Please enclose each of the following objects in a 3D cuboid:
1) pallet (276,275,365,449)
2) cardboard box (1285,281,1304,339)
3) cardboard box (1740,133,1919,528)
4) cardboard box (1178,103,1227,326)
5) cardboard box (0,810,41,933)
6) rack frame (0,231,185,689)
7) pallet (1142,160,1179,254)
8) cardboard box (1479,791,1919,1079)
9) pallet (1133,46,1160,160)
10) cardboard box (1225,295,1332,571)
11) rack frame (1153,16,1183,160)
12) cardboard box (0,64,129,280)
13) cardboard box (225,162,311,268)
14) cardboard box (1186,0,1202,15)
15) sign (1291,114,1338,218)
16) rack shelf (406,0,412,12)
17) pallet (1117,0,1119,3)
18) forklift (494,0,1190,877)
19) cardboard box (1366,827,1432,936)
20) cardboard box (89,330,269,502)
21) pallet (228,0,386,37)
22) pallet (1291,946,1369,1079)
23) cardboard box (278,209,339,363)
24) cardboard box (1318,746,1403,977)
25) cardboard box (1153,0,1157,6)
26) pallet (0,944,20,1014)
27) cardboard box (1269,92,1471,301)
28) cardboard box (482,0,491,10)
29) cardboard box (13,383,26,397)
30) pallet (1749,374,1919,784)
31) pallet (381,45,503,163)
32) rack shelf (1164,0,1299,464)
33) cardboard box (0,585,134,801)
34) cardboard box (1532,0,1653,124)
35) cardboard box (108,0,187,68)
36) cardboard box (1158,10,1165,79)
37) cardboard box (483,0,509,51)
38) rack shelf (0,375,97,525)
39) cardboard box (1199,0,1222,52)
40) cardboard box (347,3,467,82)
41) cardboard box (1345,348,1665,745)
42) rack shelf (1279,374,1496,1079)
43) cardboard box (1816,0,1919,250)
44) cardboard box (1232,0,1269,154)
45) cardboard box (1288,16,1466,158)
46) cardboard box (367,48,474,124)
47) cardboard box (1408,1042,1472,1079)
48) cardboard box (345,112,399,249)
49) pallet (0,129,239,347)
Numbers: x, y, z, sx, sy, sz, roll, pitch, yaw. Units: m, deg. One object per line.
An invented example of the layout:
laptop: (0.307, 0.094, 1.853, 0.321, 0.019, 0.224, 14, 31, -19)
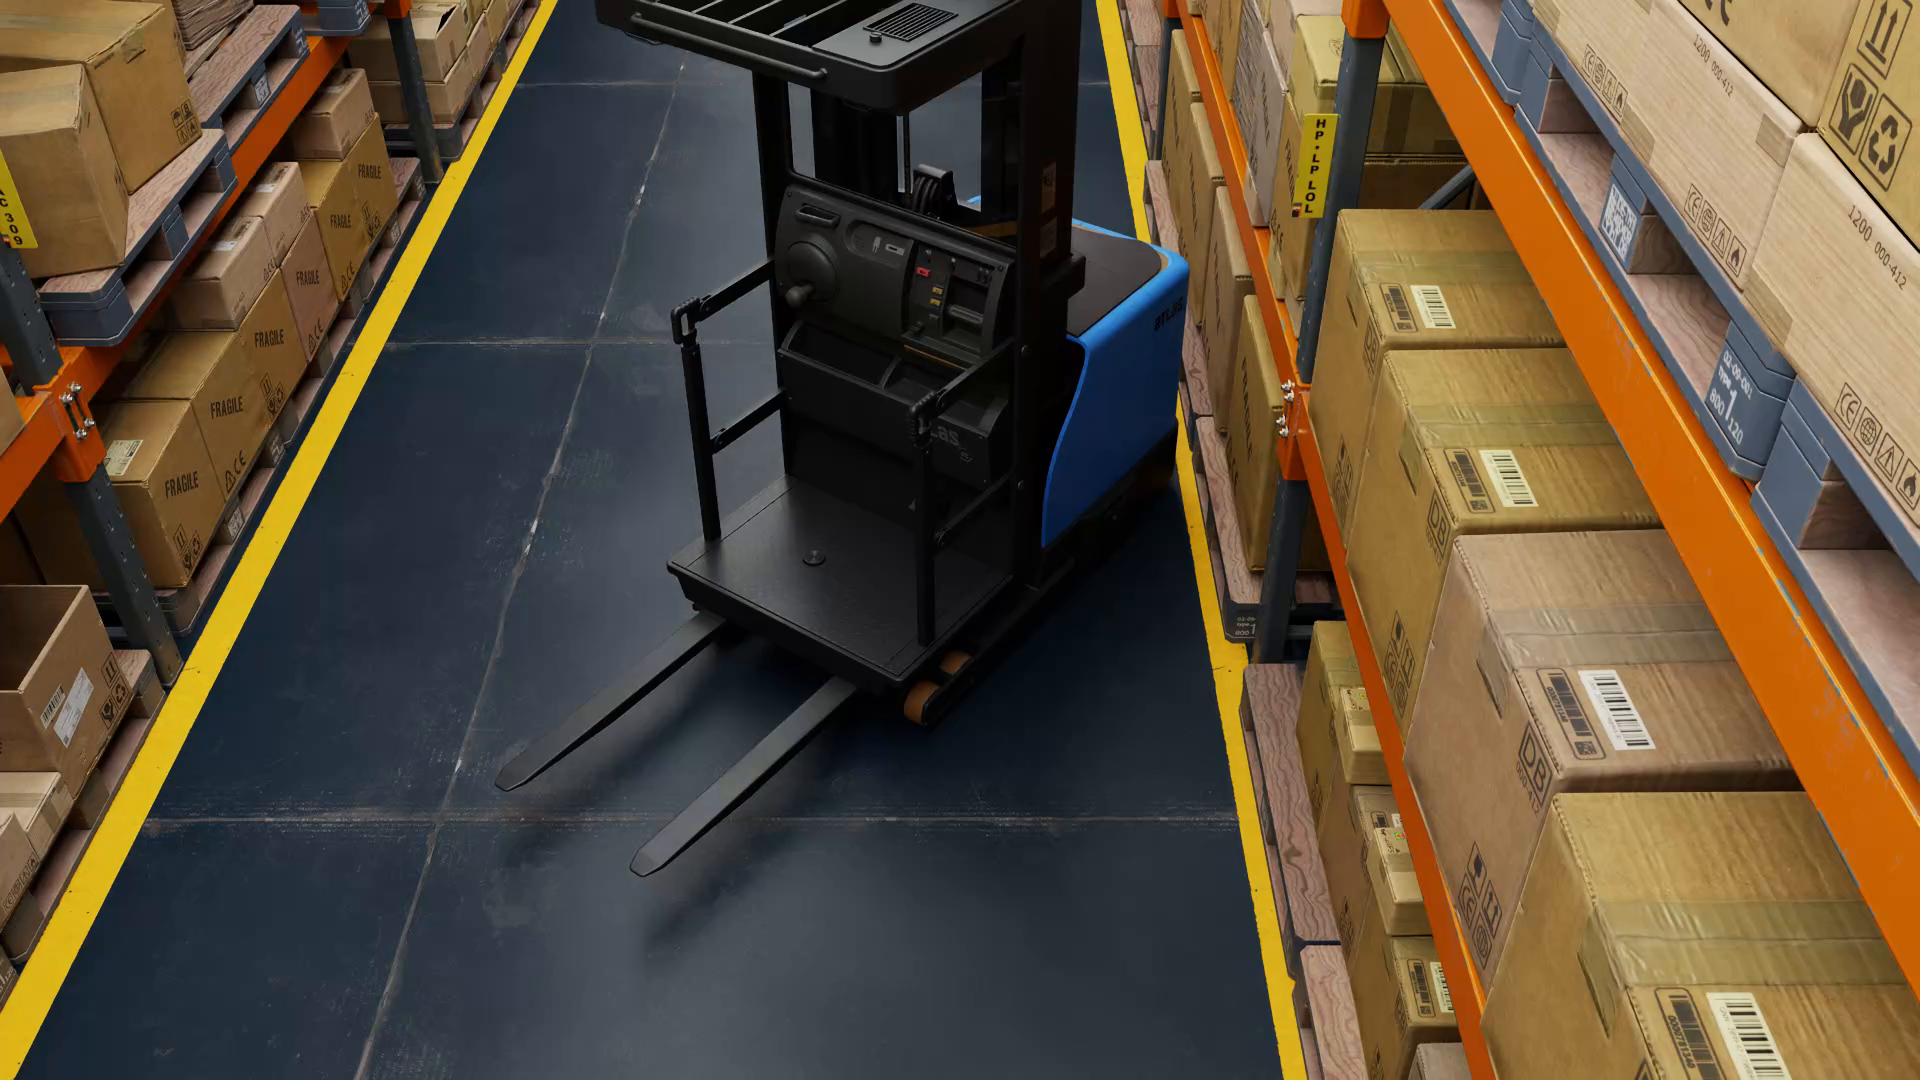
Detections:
pallet: (-3.419, -0.852, 7.644, 1.003, 0.211, 1.213, 0, 39, 0)
cardboard box: (1.294, -0.794, 5.526, 0.380, 0.149, 0.250, 0, 39, 0)
cardboard box: (1.314, -0.269, 1.993, 0.500, 0.250, 0.500, -1, 39, -2)
cardboard box: (1.437, -1.491, 7.595, 0.750, 0.750, 0.750, 0, 39, 0)
cardboard box: (-3.091, 1.036, 4.857, 0.500, 0.311, 0.500, 0, 39, 0)
rack frame: (-3.376, -0.667, 5.183, 1.000, 3.000, 0.127, 0, 39, 0)
pallet: (1.499, -1.593, 8.569, 1.003, 0.211, 1.213, 0, 39, 0)
cardboard box: (1.560, 0.938, 2.941, 0.980, 0.700, 0.700, 0, 39, 0)
pallet: (1.574, -2.574, 9.794, 1.003, 0.211, 1.213, 0, 39, 0)
cardboard box: (1.447, -0.404, 6.239, 0.750, 0.750, 0.750, 0, 39, 0)
rack frame: (1.573, -3.174, 8.312, 1.000, 3.000, 0.127, 0, 39, 0)
cardboard box: (-3.153, -1.166, 5.391, 0.700, 0.500, 0.500, -13, 40, -15)
cardboard box: (-3.135, -1.397, 7.142, 0.500, 0.250, 0.500, -1, 39, -1)
cardboard box: (1.249, -2.554, 7.723, 0.380, 0.149, 0.250, 1, 39, 1)
sign: (1.035, -1.087, 4.845, 0.100, 0.325, 0.005, 0, 39, 0)
rack shelf: (-3.383, -4.138, 10.090, 1.077, 0.370, 4.000, 0, 39, 0)
pallet: (1.571, -4.100, 11.698, 1.003, 0.211, 1.213, 0, 39, 0)
forklift: (-0.364, -0.826, 5.437, 1.130, 2.935, 3.031, 24, 45, 27)
cardboard box: (1.295, 0.894, 4.380, 0.380, 0.149, 0.250, -1, 39, -1)
cardboard box: (-3.145, -0.499, 6.621, 0.500, 0.500, 0.500, 0, 39, 1)
pallet: (-3.310, -2.669, 7.836, 1.213, 0.211, 1.003, 0, 39, 0)
pallet: (1.505, 1.656, 4.515, 1.003, 0.211, 1.213, 0, 39, 0)
cardboard box: (-3.138, -1.128, 7.406, 0.500, 0.500, 0.500, -1, 39, -2)
cardboard box: (1.473, 0.921, 4.865, 0.700, 0.500, 0.500, 0, 39, -1)
cardboard box: (1.597, -3.769, 10.702, 0.700, 0.500, 0.500, 0, 39, 0)
pallet: (-3.372, 1.616, 4.565, 1.003, 0.211, 1.213, 0, 39, 0)
cardboard box: (1.325, -1.124, 5.420, 0.500, 0.500, 0.500, -1, 39, -1)
cardboard box: (-3.095, -3.453, 10.075, 0.500, 0.311, 0.500, -1, 39, -1)
cardboard box: (-3.655, -0.480, 6.598, 0.500, 0.500, 0.500, 0, 39, 0)
pallet: (1.571, 0.229, 1.738, 1.003, 0.211, 1.213, 0, 39, 0)
pallet: (-3.343, -2.595, 9.819, 1.003, 0.211, 1.213, 0, 39, 0)
rack shelf: (1.575, -1.643, 6.976, 1.077, 0.370, 4.000, 0, 39, 0)
cardboard box: (-3.092, 0.493, 5.383, 0.500, 0.500, 0.500, 0, 39, 0)
cardboard box: (1.309, -0.916, 2.799, 0.500, 0.250, 0.500, -1, 39, -1)
cardboard box: (-3.440, -1.974, 6.399, 0.700, 0.500, 0.500, -9, 40, -11)
cardboard box: (1.520, -2.820, 9.518, 0.700, 0.500, 0.500, 0, 39, 1)
cardboard box: (-3.096, -3.226, 10.240, 0.500, 0.250, 0.500, -1, 39, -1)
rack shelf: (-3.374, 0.865, 3.848, 1.077, 0.370, 4.000, 0, 39, 0)
cardboard box: (1.309, -2.395, 7.006, 0.500, 0.500, 0.500, 0, 39, 0)
cardboard box: (-3.087, -2.806, 9.267, 0.500, 0.311, 0.500, 1, 39, 1)
cardboard box: (1.557, 0.006, 4.104, 0.980, 0.700, 0.700, -1, 39, -1)
rack shelf: (1.580, 0.859, 3.855, 1.077, 0.370, 4.000, 0, 39, 0)
cardboard box: (1.319, -0.549, 1.742, 0.500, 0.500, 0.500, 1, 39, 1)
cardboard box: (1.323, -1.757, 6.210, 0.500, 0.500, 0.500, 0, 39, 0)
cardboard box: (1.321, -1.420, 5.190, 0.500, 0.250, 0.500, 1, 39, 1)
cardboard box: (-3.087, -2.587, 9.442, 0.500, 0.250, 0.500, 0, 39, 0)
cardboard box: (1.480, 1.575, 4.049, 0.700, 0.500, 0.500, -1, 39, -2)
cardboard box: (-3.145, -1.780, 8.219, 0.500, 0.500, 0.500, 1, 39, 2)
pallet: (-3.268, -1.092, 5.867, 1.003, 0.211, 1.213, 0, 39, 0)
